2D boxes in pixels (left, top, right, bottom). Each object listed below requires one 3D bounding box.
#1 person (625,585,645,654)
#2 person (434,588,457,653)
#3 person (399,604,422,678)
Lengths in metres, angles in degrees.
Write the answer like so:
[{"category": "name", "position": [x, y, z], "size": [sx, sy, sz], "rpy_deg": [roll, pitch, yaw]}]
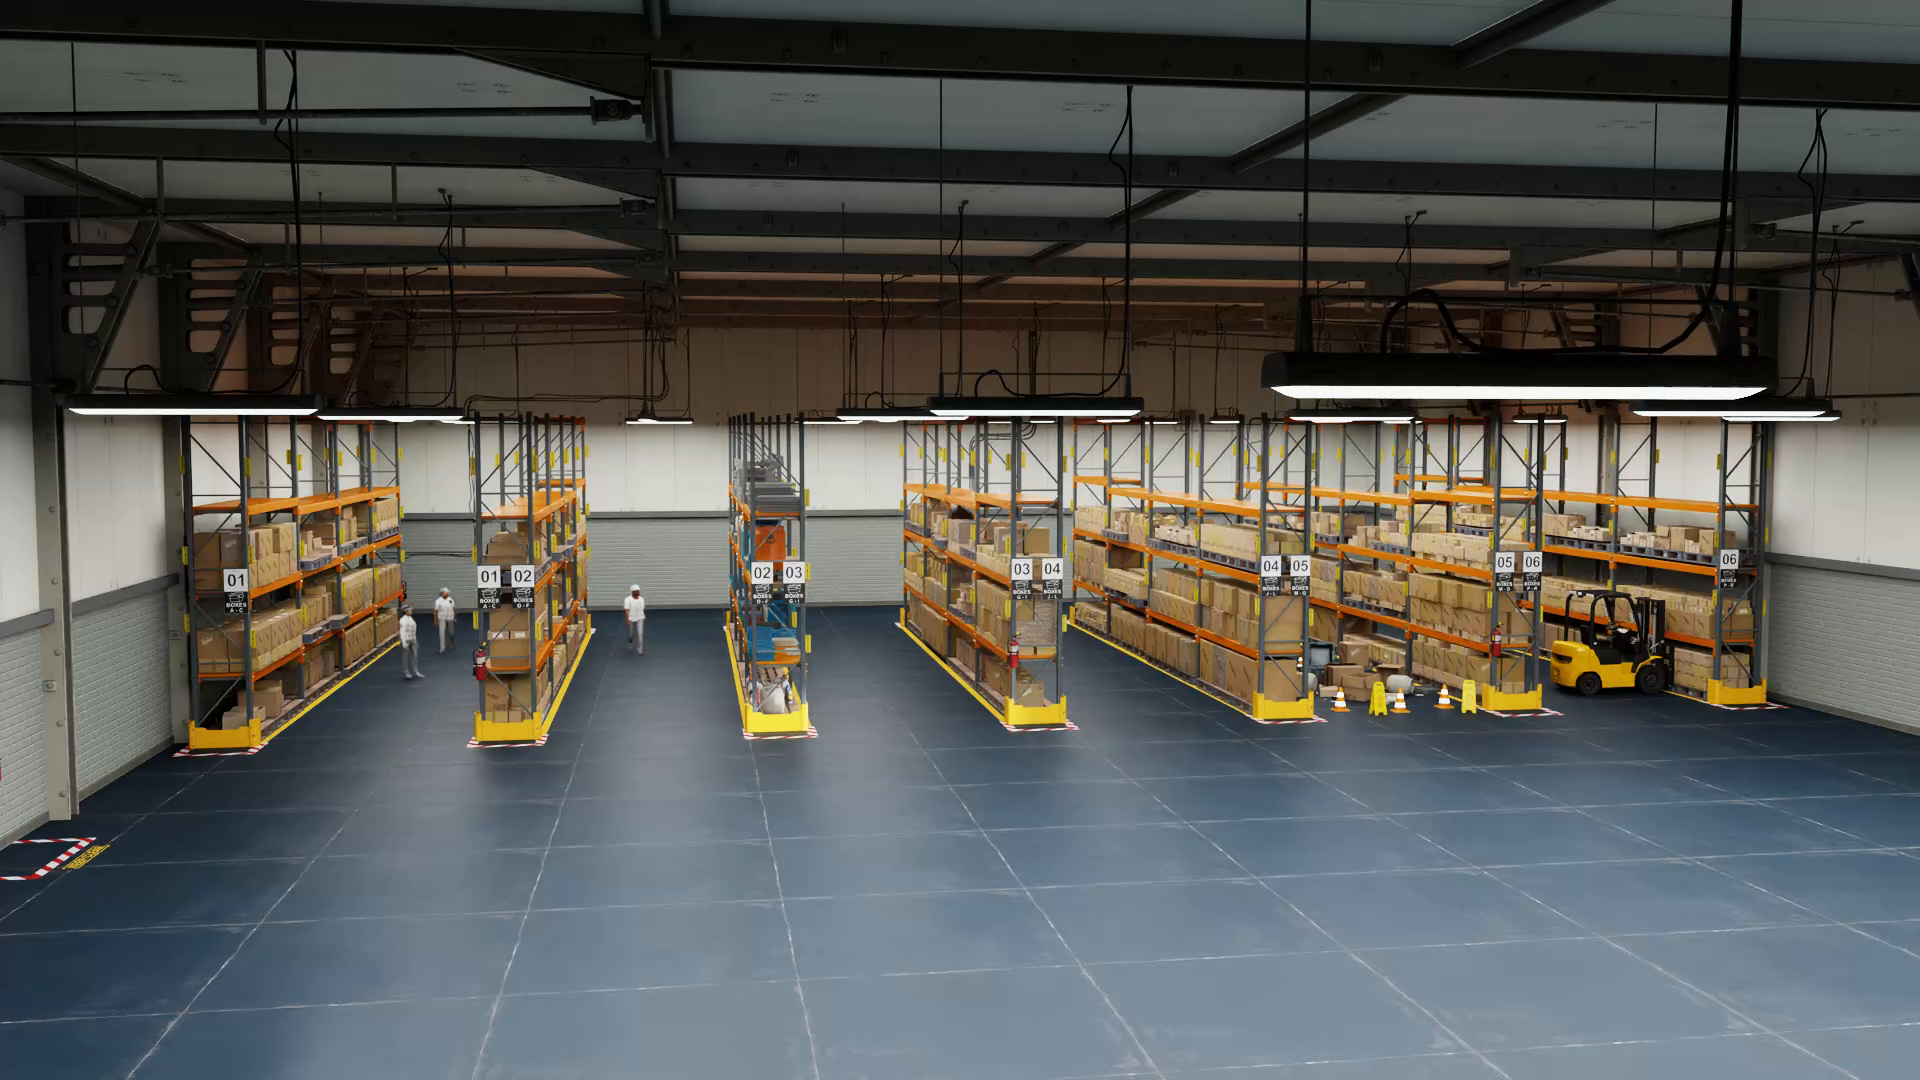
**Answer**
[{"category": "person", "position": [-8.201, 1.999, 41.967], "size": [0.519, 1.723, 0.856], "rpy_deg": [-1, 4, -12]}, {"category": "person", "position": [-13.120, 2.027, 42.403], "size": [0.551, 1.615, 0.932], "rpy_deg": [-1, 4, -15]}, {"category": "person", "position": [-12.586, 2.306, 37.970], "size": [0.351, 1.691, 0.524], "rpy_deg": [2, 5, 31]}]
